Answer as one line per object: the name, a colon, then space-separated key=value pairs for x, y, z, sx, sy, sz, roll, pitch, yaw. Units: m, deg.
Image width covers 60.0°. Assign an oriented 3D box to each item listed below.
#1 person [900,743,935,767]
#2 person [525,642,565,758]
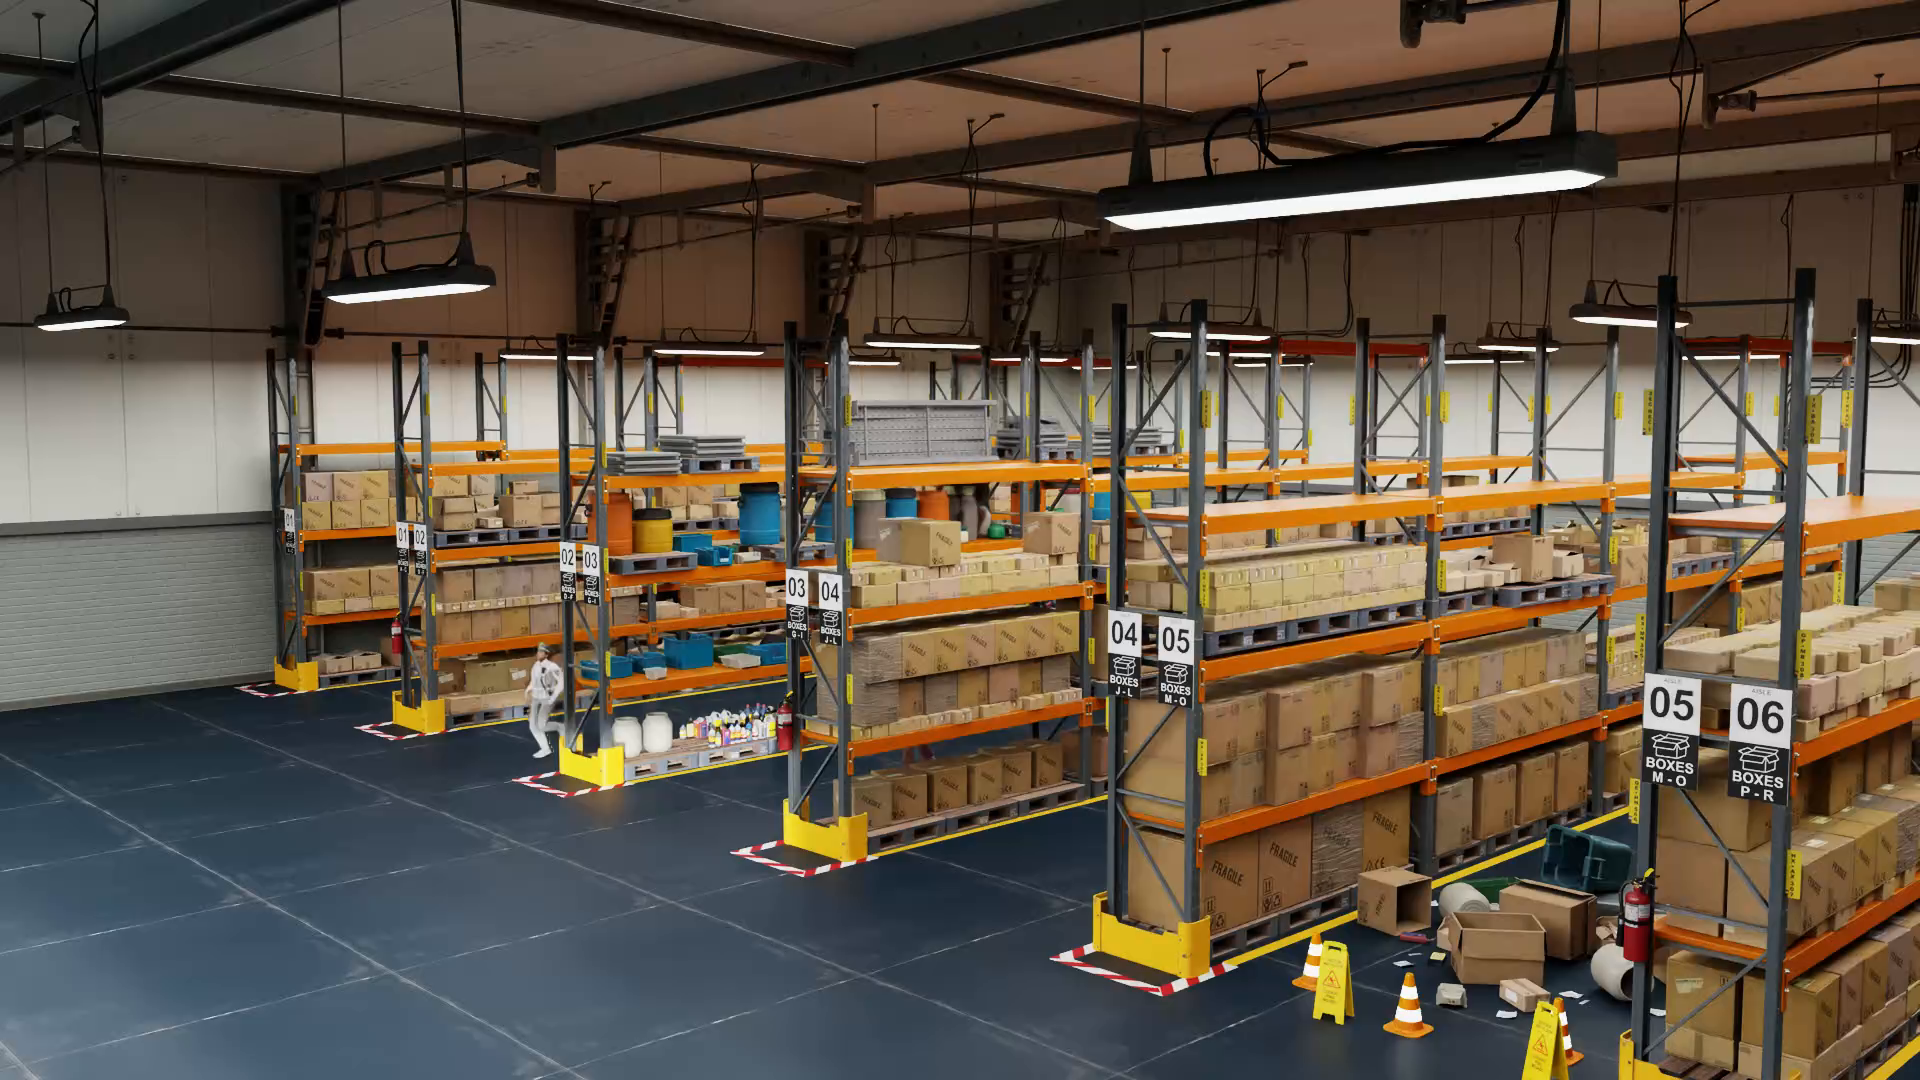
person: x=-0.624 y=2.371 z=22.582 sx=0.529 sy=1.696 sz=0.887 roll=5 pitch=7 yaw=42
person: x=-5.953 y=2.283 z=23.929 sx=0.662 sy=1.661 sz=0.547 roll=3 pitch=6 yaw=34
